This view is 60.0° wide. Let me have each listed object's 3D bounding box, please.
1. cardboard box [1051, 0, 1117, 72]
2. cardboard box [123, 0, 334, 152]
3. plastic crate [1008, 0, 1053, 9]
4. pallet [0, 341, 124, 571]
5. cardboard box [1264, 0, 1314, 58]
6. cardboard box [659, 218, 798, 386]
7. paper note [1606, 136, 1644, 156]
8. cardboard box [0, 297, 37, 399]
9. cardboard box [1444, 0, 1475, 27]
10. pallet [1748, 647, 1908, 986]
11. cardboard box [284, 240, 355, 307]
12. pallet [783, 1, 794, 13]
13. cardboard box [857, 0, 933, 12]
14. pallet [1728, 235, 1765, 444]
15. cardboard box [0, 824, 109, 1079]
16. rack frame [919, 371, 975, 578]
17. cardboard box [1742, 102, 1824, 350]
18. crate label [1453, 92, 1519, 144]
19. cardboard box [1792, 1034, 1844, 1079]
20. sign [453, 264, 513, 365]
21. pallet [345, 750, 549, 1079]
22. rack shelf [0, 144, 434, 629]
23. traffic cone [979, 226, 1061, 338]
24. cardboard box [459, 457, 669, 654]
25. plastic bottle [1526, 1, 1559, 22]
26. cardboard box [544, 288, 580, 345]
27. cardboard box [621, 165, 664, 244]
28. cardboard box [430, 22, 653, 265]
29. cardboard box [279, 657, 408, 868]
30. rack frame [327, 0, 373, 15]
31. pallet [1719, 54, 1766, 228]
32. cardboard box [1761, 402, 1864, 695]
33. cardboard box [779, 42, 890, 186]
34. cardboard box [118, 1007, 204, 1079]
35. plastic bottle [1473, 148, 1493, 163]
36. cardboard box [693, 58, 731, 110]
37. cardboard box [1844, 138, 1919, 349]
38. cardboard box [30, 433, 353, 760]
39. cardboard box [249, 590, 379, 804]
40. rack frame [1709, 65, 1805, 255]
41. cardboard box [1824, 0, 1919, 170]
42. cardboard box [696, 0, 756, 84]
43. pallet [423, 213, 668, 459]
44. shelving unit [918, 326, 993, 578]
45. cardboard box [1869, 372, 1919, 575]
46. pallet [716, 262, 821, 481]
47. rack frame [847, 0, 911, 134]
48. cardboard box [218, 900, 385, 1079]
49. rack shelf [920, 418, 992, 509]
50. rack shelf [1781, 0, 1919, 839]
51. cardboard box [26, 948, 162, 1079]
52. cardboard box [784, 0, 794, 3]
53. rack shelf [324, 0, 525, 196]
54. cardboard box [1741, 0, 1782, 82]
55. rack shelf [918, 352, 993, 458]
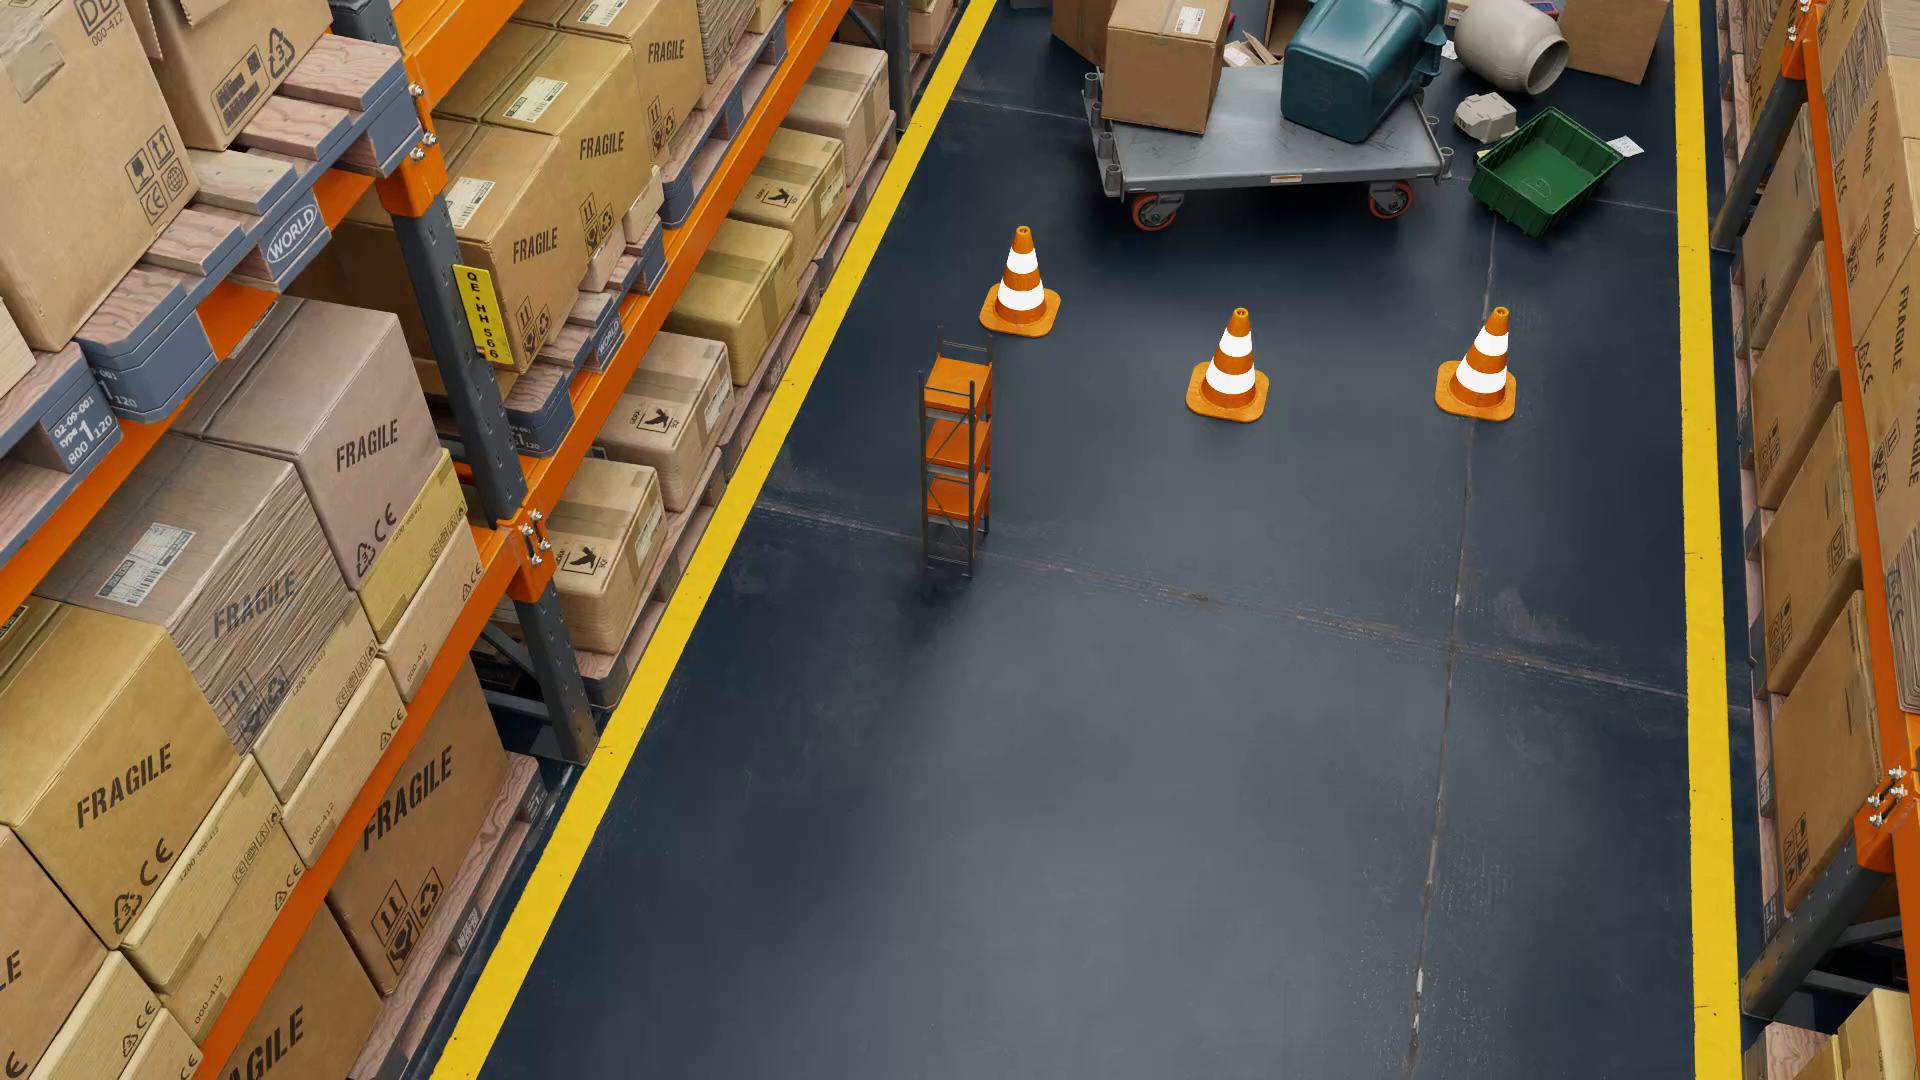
[{"bbox_3d":[0.845,-2.893,8.887,0.500,0.500,0.500,-27,54,-22],"label":"cardboard box"},{"bbox_3d":[-1.756,-1.183,3.363,0.797,0.503,0.637,9,49,8],"label":"cardboard box"},{"bbox_3d":[0.454,-3.221,9.458,0.402,0.080,0.583,-4,49,-3],"label":"plastic crate"},{"bbox_3d":[-2.212,0.036,2.762,1.003,0.211,1.213,14,50,12],"label":"pallet"},{"bbox_3d":[2.045,-2.877,8.782,0.797,0.637,0.503,12,50,10],"label":"cardboard box"},{"bbox_3d":[-1.253,-1.079,7.093,0.950,0.372,0.625,13,50,11],"label":"cardboard box"},{"bbox_3d":[3.356,-1.992,8.406,0.147,0.020,0.142,-19,51,-16],"label":"paper note"},{"bbox_3d":[-1.827,-0.342,2.779,0.396,0.266,0.258,10,49,9],"label":"cardboard box"},{"bbox_3d":[2.728,-3.011,9.150,0.396,0.266,0.258,19,51,16],"label":"cardboard box"},{"bbox_3d":[3.280,0.951,5.689,1.003,0.211,1.213,12,50,10],"label":"pallet"},{"bbox_3d":[-1.951,-0.974,4.983,0.500,0.500,0.500,10,49,9],"label":"cardboard box"},{"bbox_3d":[-1.091,-2.626,7.113,1.003,0.211,1.213,12,50,10],"label":"pallet"},{"bbox_3d":[-0.334,-3.064,8.426,0.500,0.500,0.500,14,50,12],"label":"cardboard box"},{"bbox_3d":[3.922,-0.814,7.246,1.003,0.211,1.213,12,50,10],"label":"pallet"},{"bbox_3d":[-2.091,0.837,3.196,0.500,0.500,0.500,11,49,9],"label":"cardboard box"},{"bbox_3d":[-0.046,-0.220,6.163,0.200,1.050,0.008,12,50,10],"label":"rack frame"},{"bbox_3d":[3.976,-1.237,6.981,1.050,0.750,0.750,11,50,10],"label":"cardboard box"},{"bbox_3d":[2.683,-2.162,8.486,0.298,0.136,0.250,-19,51,-16],"label":"crate label"},{"bbox_3d":[2.567,1.733,4.526,0.500,0.500,0.500,10,49,8],"label":"cardboard box"},{"bbox_3d":[-1.266,-0.596,4.422,0.100,0.325,0.005,12,50,10],"label":"sign"},{"bbox_3d":[-2.083,1.158,5.506,1.003,0.211,1.213,12,50,10],"label":"pallet"},{"bbox_3d":[-2.329,0.372,2.819,1.077,0.370,4.000,12,50,10],"label":"rack shelf"},{"bbox_3d":[0.274,-1.201,7.420,0.336,0.463,0.334,12,50,10],"label":"traffic cone"},{"bbox_3d":[-1.644,0.004,6.137,0.950,0.372,0.625,9,49,7],"label":"cardboard box"},{"bbox_3d":[3.153,-2.920,9.205,0.283,0.061,0.133,-4,49,-3],"label":"plastic bottle"},{"bbox_3d":[-1.431,-0.772,5.237,0.380,0.149,0.250,9,49,8],"label":"cardboard box"},{"bbox_3d":[-1.222,-1.156,5.576,0.380,0.149,0.250,12,50,10],"label":"cardboard box"},{"bbox_3d":[-1.331,-1.249,5.225,0.500,0.500,0.500,14,50,12],"label":"cardboard box"},{"bbox_3d":[-1.805,0.519,4.310,0.500,0.250,0.500,12,50,11],"label":"cardboard box"},{"bbox_3d":[-1.803,-2.305,2.701,1.000,3.000,0.127,12,50,10],"label":"rack frame"},{"bbox_3d":[4.328,-1.921,8.224,1.003,0.211,1.213,12,50,10],"label":"pallet"},{"bbox_3d":[3.473,0.134,5.771,1.050,0.750,0.750,12,50,11],"label":"cardboard box"},{"bbox_3d":[-0.885,-2.103,7.997,0.950,0.372,0.625,12,50,11],"label":"cardboard box"},{"bbox_3d":[-2.059,1.255,3.661,0.500,0.250,0.500,11,49,9],"label":"cardboard box"},{"bbox_3d":[2.669,-1.835,8.247,0.133,0.061,0.283,-11,50,-10],"label":"plastic bottle"},{"bbox_3d":[-1.066,-1.734,6.086,0.380,0.149,0.250,13,50,11],"label":"cardboard box"},{"bbox_3d":[3.254,-0.922,5.415,0.500,0.500,0.500,12,50,11],"label":"cardboard box"},{"bbox_3d":[-1.813,0.114,3.834,0.500,0.500,0.500,12,50,11],"label":"cardboard box"},{"bbox_3d":[-1.816,0.336,4.138,0.500,0.250,0.500,10,49,9],"label":"cardboard box"},{"bbox_3d":[4.052,-2.309,6.706,1.000,3.000,0.127,12,50,10],"label":"rack frame"},{"bbox_3d":[3.522,-1.650,6.058,0.500,0.500,0.500,12,50,10],"label":"cardboard box"},{"bbox_3d":[-1.058,-1.994,5.883,0.500,0.500,0.500,10,49,9],"label":"cardboard box"},{"bbox_3d":[-1.718,-0.793,5.496,1.213,0.211,1.003,12,50,10],"label":"pallet"},{"bbox_3d":[-0.014,-0.309,6.241,0.215,1.050,0.252,12,50,10],"label":"shelving unit"},{"bbox_3d":[2.992,-0.188,4.768,0.500,0.500,0.500,12,50,10],"label":"cardboard box"},{"bbox_3d":[-1.272,-0.842,7.271,1.003,0.211,1.213,12,50,10],"label":"pallet"},{"bbox_3d":[-0.750,-3.213,7.504,1.000,3.000,0.127,12,50,10],"label":"rack frame"},{"bbox_3d":[-2.303,1.372,4.595,0.875,0.875,0.875,12,50,10],"label":"cardboard box"},{"bbox_3d":[-0.014,-0.302,6.249,0.215,0.259,0.240,12,50,10],"label":"rack shelf"},{"bbox_3d":[3.526,-0.625,5.699,1.077,0.370,4.000,12,50,10],"label":"rack shelf"},{"bbox_3d":[-2.068,1.086,3.476,0.500,0.250,0.500,10,49,9],"label":"cardboard box"},{"bbox_3d":[-0.802,-2.277,6.565,0.380,0.149,0.250,12,50,10],"label":"cardboard box"},{"bbox_3d":[-1.276,-2.521,5.372,1.077,0.370,4.000,12,50,10],"label":"rack shelf"},{"bbox_3d":[4.519,-2.839,8.311,0.875,0.875,0.875,12,50,10],"label":"cardboard box"},{"bbox_3d":[-0.014,-0.489,6.036,0.215,0.259,0.240,12,50,10],"label":"rack shelf"}]
